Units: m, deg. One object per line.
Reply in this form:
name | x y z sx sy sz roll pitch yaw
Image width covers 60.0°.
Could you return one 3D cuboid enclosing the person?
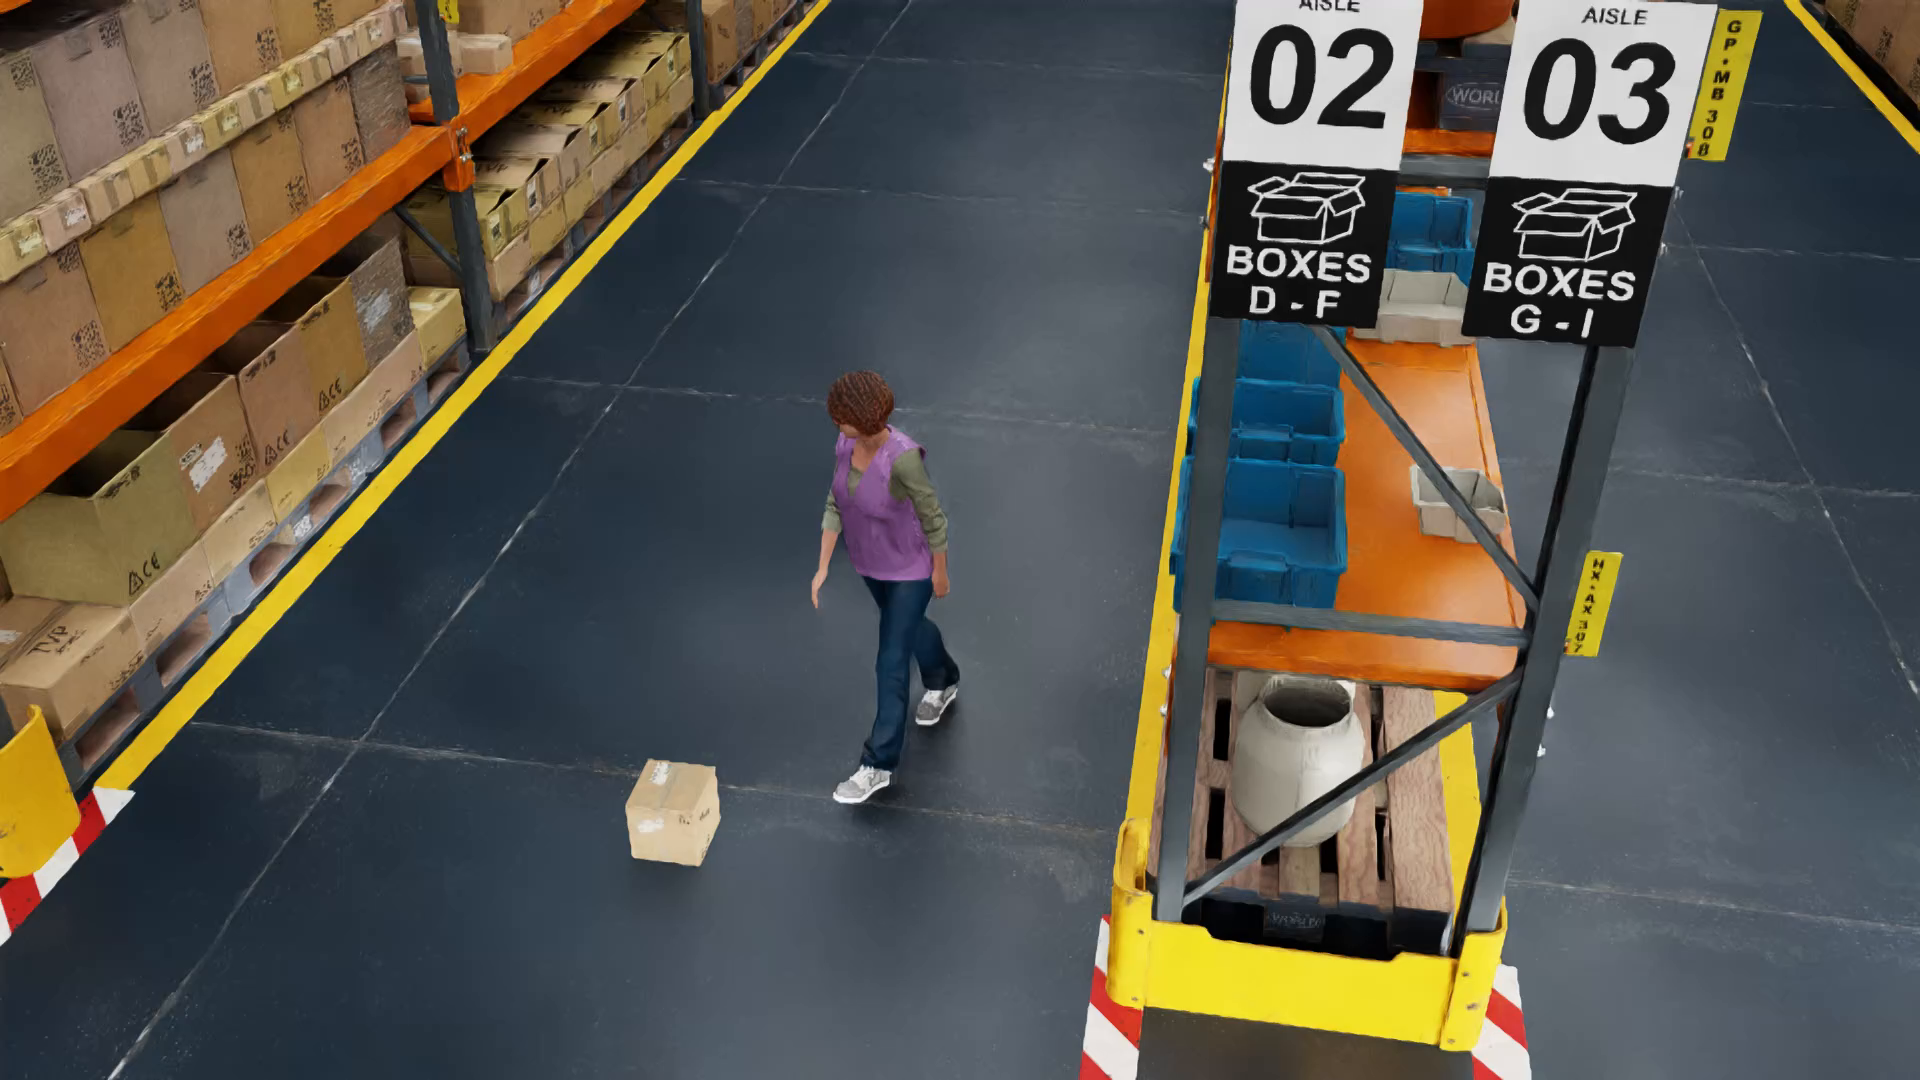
person | -0.276 0.123 5.959 0.832 1.548 0.458 -28 42 -36
